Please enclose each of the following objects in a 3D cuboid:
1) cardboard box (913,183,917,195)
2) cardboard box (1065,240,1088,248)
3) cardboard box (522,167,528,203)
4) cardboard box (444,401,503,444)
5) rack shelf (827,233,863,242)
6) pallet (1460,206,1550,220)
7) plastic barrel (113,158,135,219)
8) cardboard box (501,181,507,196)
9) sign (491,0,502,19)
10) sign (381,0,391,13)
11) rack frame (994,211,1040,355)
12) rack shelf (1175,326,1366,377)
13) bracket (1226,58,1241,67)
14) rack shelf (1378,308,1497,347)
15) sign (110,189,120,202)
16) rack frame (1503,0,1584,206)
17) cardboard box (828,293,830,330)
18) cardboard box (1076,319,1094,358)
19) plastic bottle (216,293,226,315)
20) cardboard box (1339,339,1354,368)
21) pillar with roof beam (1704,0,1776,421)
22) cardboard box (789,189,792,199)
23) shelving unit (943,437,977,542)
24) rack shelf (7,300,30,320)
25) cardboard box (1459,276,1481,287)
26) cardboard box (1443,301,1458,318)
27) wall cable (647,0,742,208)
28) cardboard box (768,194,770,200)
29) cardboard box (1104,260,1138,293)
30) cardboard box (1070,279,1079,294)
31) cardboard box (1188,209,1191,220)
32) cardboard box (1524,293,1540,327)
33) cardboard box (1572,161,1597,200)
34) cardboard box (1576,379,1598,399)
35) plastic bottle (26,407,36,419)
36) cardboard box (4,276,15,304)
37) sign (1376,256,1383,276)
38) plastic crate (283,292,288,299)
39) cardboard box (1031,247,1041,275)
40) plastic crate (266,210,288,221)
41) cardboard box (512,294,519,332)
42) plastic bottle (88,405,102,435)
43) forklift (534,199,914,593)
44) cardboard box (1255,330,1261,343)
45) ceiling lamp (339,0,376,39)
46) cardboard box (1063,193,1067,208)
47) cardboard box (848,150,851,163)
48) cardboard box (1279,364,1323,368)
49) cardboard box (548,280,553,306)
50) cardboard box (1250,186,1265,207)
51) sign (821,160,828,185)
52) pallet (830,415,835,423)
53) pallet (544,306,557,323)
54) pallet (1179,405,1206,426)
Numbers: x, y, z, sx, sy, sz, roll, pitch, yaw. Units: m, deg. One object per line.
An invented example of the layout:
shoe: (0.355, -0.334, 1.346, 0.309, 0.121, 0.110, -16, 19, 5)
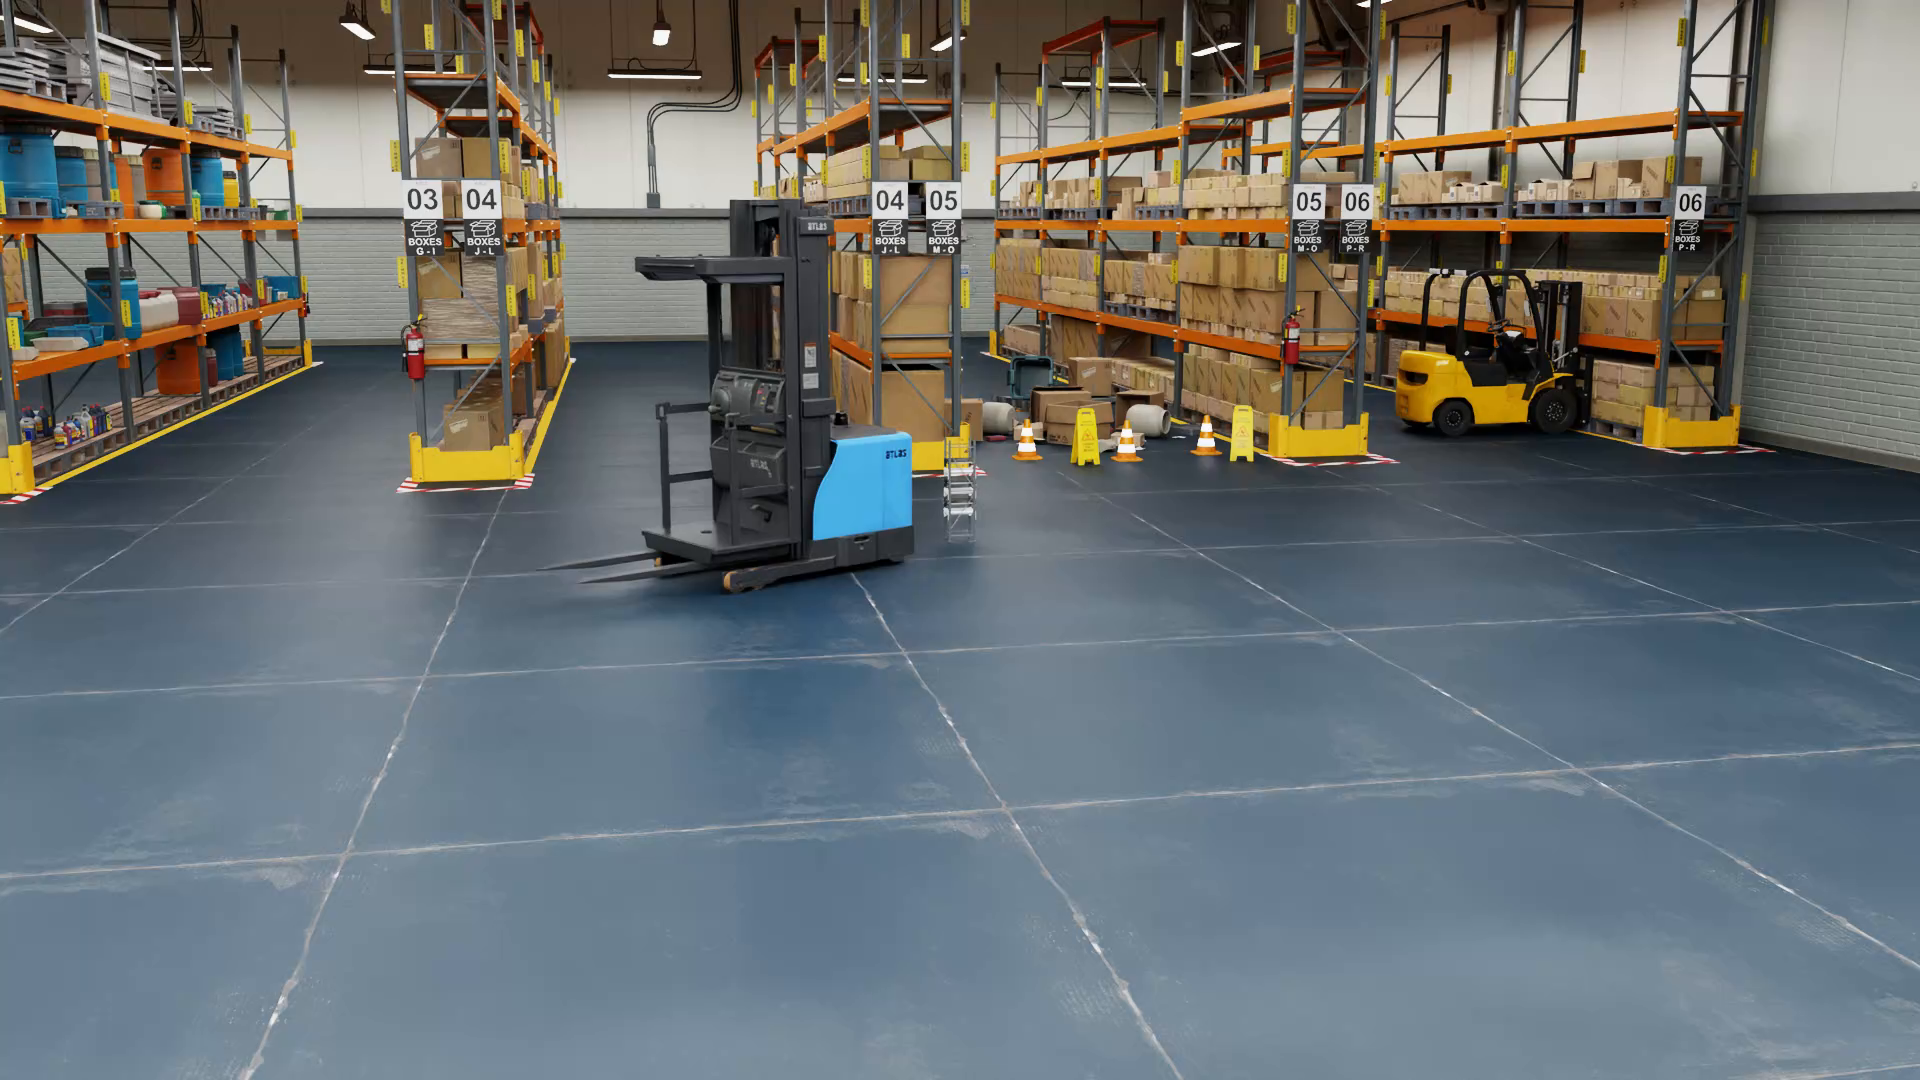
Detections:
cardboard box: (-0.340, -4.071, 19.323, 0.380, 0.149, 0.250, -2, 11, -11)
cardboard box: (2.205, -5.624, 31.547, 0.380, 0.149, 0.250, -2, 11, -12)
cardboard box: (-6.331, -4.863, 22.804, 0.797, 0.503, 0.637, -2, 11, -9)
cardboard box: (-5.629, -1.338, 19.268, 0.500, 0.500, 0.500, 1, 11, 4)
rack shelf: (-1.657, -4.519, 24.318, 1.077, 0.370, 4.000, -2, 11, -11)
pallet: (8.252, -4.953, 25.184, 0.805, 0.209, 1.217, -3, 11, -13)
plastic barrel: (-11.715, -4.830, 22.878, 0.600, 0.830, 0.708, -2, 11, -11)
cardboard box: (-5.157, -3.842, 18.174, 0.380, 0.149, 0.250, -2, 11, -10)
sign: (-4.842, -5.601, 17.347, 0.100, 0.325, 0.005, -2, 11, -11)
sign: (-5.923, -5.604, 17.150, 0.100, 0.325, 0.005, -2, 11, -11)
rack frame: (1.234, -5.431, 35.211, 1.000, 3.000, 0.127, -2, 11, -11)
rack shelf: (3.957, -2.510, 21.787, 1.077, 0.370, 4.000, -2, 11, -11)
bracket: (6.195, -10.766, 37.568, 0.235, 0.232, 0.430, -2, 11, -11)
rack shelf: (8.047, -3.425, 26.594, 1.077, 0.370, 4.000, -2, 11, -11)
sign: (-10.469, -4.186, 20.621, 0.100, 0.325, 0.005, -2, 11, -11)
rack frame: (8.436, -6.359, 24.038, 1.000, 3.000, 0.127, -2, 11, -11)
cardboard box: (-1.631, -3.167, 23.047, 0.500, 0.500, 0.500, -2, 11, -11)
cardboard box: (2.568, -3.420, 29.203, 0.875, 0.875, 0.875, -2, 11, -10)
plastic bottle: (-11.853, -3.774, 26.636, 0.144, 0.351, 0.185, -2, 11, -11)
cardboard box: (7.174, -3.382, 30.003, 0.500, 0.500, 0.500, -2, 11, -9)
pillar with roof beam: (5.740, -5.629, 20.205, 9.100, 9.000, 0.400, -2, 11, -11)
cardboard box: (-2.516, -5.475, 27.150, 0.500, 0.500, 0.500, -2, 11, -11)
shelving unit: (-0.002, -0.444, 14.620, 0.258, 0.900, 0.210, -2, 11, -11)
rack shelf: (-17.815, -3.991, 29.568, 1.077, 0.370, 4.000, -2, 11, -11)
cardboard box: (7.907, -3.971, 25.535, 0.380, 0.149, 0.250, -2, 11, -13)
cardboard box: (7.912, -3.605, 26.017, 0.500, 0.250, 0.500, -2, 11, -11)
wall cable: (-6.205, -10.761, 38.563, 2.277, 5.999, 0.120, -2, 11, -11)
cardboard box: (-3.358, -6.411, 31.401, 0.500, 0.250, 0.500, -2, 11, -9)
cardboard box: (2.651, -4.275, 26.948, 0.500, 0.500, 0.500, -2, 11, -13)
cardboard box: (2.224, -4.403, 28.870, 0.500, 0.250, 0.500, -2, 11, -12)
cardboard box: (3.386, -4.514, 23.040, 0.380, 0.149, 0.250, -2, 11, -12)
cardboard box: (8.384, -3.275, 23.614, 0.500, 0.500, 0.500, -2, 11, -10)
cardboard box: (8.712, -4.830, 22.363, 0.797, 0.503, 0.637, -2, 11, -9)
cardboard box: (8.605, -2.043, 22.304, 0.500, 0.250, 0.500, -2, 11, -12)
plastic bottle: (-11.261, -1.442, 20.157, 0.144, 0.351, 0.185, -2, 11, -9)
cardboard box: (-17.746, -4.593, 30.540, 0.500, 0.500, 0.500, -2, 11, -11)
sign: (7.128, -4.654, 28.240, 0.100, 0.325, 0.005, -2, 11, -11)
plastic crate: (-13.009, -4.648, 31.639, 0.396, 0.136, 0.243, -2, 11, -11)
cardboard box: (1.650, -5.315, 31.655, 0.500, 0.500, 0.500, -2, 11, -11)
plastic crate: (-12.873, -6.090, 31.214, 0.450, 0.188, 0.336, -2, 11, -11)
cardboard box: (-5.867, -2.800, 20.320, 0.875, 0.500, 0.500, -2, 11, -11)
plastic bottle: (-10.566, -1.462, 20.264, 0.144, 0.351, 0.185, -3, 11, -14)
forklift: (-1.821, -1.148, 12.891, 3.031, 2.935, 1.130, -9, 14, -40)
cardboard box: (3.877, -2.525, 20.610, 0.380, 0.149, 0.250, -2, 11, -12)
ceiling lamp: (-9.659, -9.921, 27.140, 0.800, 3.185, 2.000, -2, 11, -11)
cardboard box: (2.024, -5.964, 29.222, 0.396, 0.266, 0.258, -1, 11, -6)
cardboard box: (-1.135, -4.578, 19.855, 0.380, 0.149, 0.250, -2, 11, -12)
cardboard box: (4.349, -1.979, 21.297, 0.500, 0.500, 0.500, -3, 11, -13)
cardboard box: (-7.152, -4.124, 28.075, 0.500, 0.500, 0.500, -2, 11, -12)
cardboard box: (3.899, -4.220, 20.428, 0.500, 0.250, 0.500, -2, 11, -12)
sign: (-1.798, -4.893, 22.133, 0.100, 0.325, 0.005, -2, 11, -11)
pallet: (-1.196, -1.520, 22.117, 1.003, 0.211, 1.213, -2, 11, -11)
pallet: (-6.687, -3.383, 24.960, 1.213, 0.211, 1.003, -2, 11, -11)
pallet: (3.734, -1.739, 23.268, 1.003, 0.211, 1.213, -2, 11, -11)
